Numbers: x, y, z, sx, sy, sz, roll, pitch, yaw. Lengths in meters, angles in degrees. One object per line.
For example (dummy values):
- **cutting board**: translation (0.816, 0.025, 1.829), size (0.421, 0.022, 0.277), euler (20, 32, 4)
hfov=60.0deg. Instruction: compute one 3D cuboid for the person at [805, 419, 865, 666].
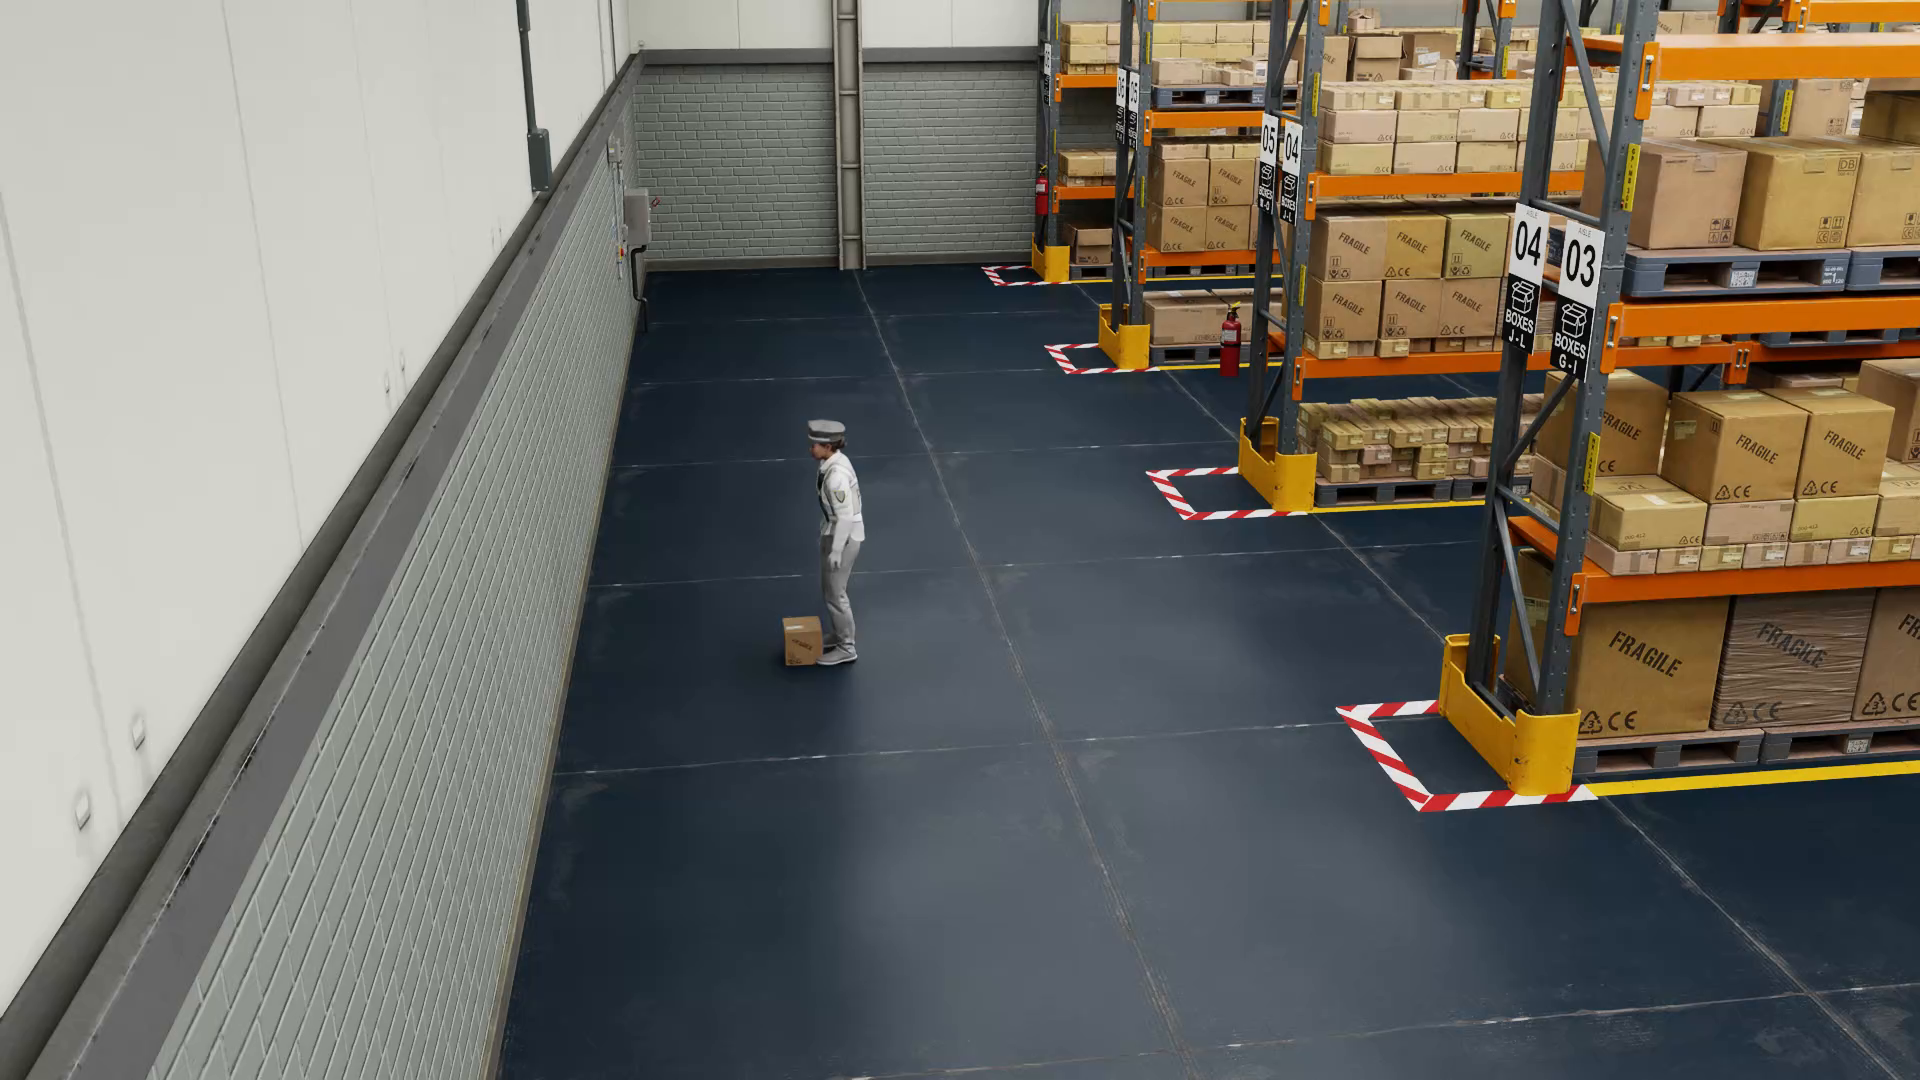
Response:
- **person**: translation (-0.825, 0.006, 11.053), size (0.371, 1.663, 0.522), euler (-4, 20, -10)
